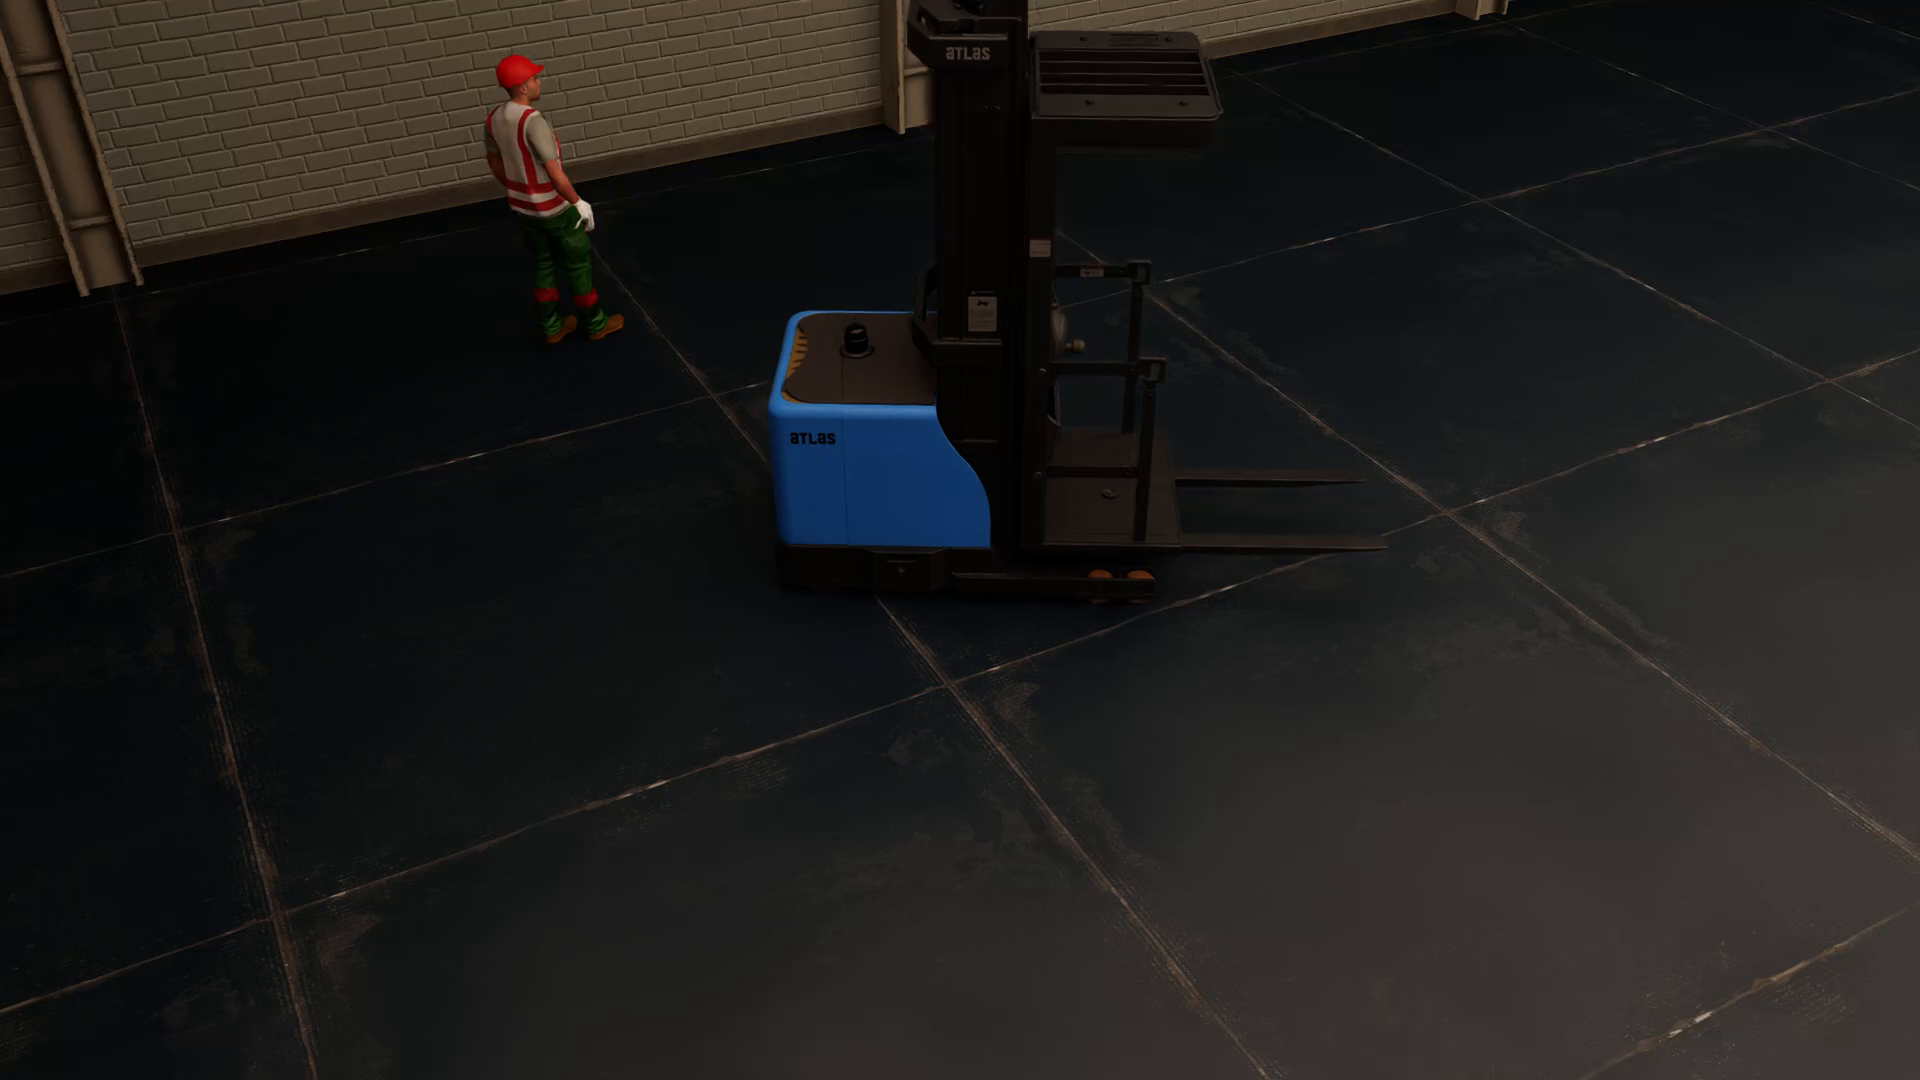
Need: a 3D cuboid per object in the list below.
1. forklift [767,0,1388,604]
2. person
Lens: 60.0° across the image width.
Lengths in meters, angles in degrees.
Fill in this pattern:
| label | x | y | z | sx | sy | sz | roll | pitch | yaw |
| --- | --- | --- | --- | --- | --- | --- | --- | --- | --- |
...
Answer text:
| label | x | y | z | sx | sy | sz | roll | pitch | yaw |
| --- | --- | --- | --- | --- | --- | --- | --- | --- | --- |
| forklift | 0.614 | -1.194 | 7.812 | 3.031 | 2.935 | 1.130 | 1 | 35 | 1 |
| person | -2.439 | -2.045 | 10.007 | 0.713 | 1.789 | 0.535 | 20 | 40 | 26 |
